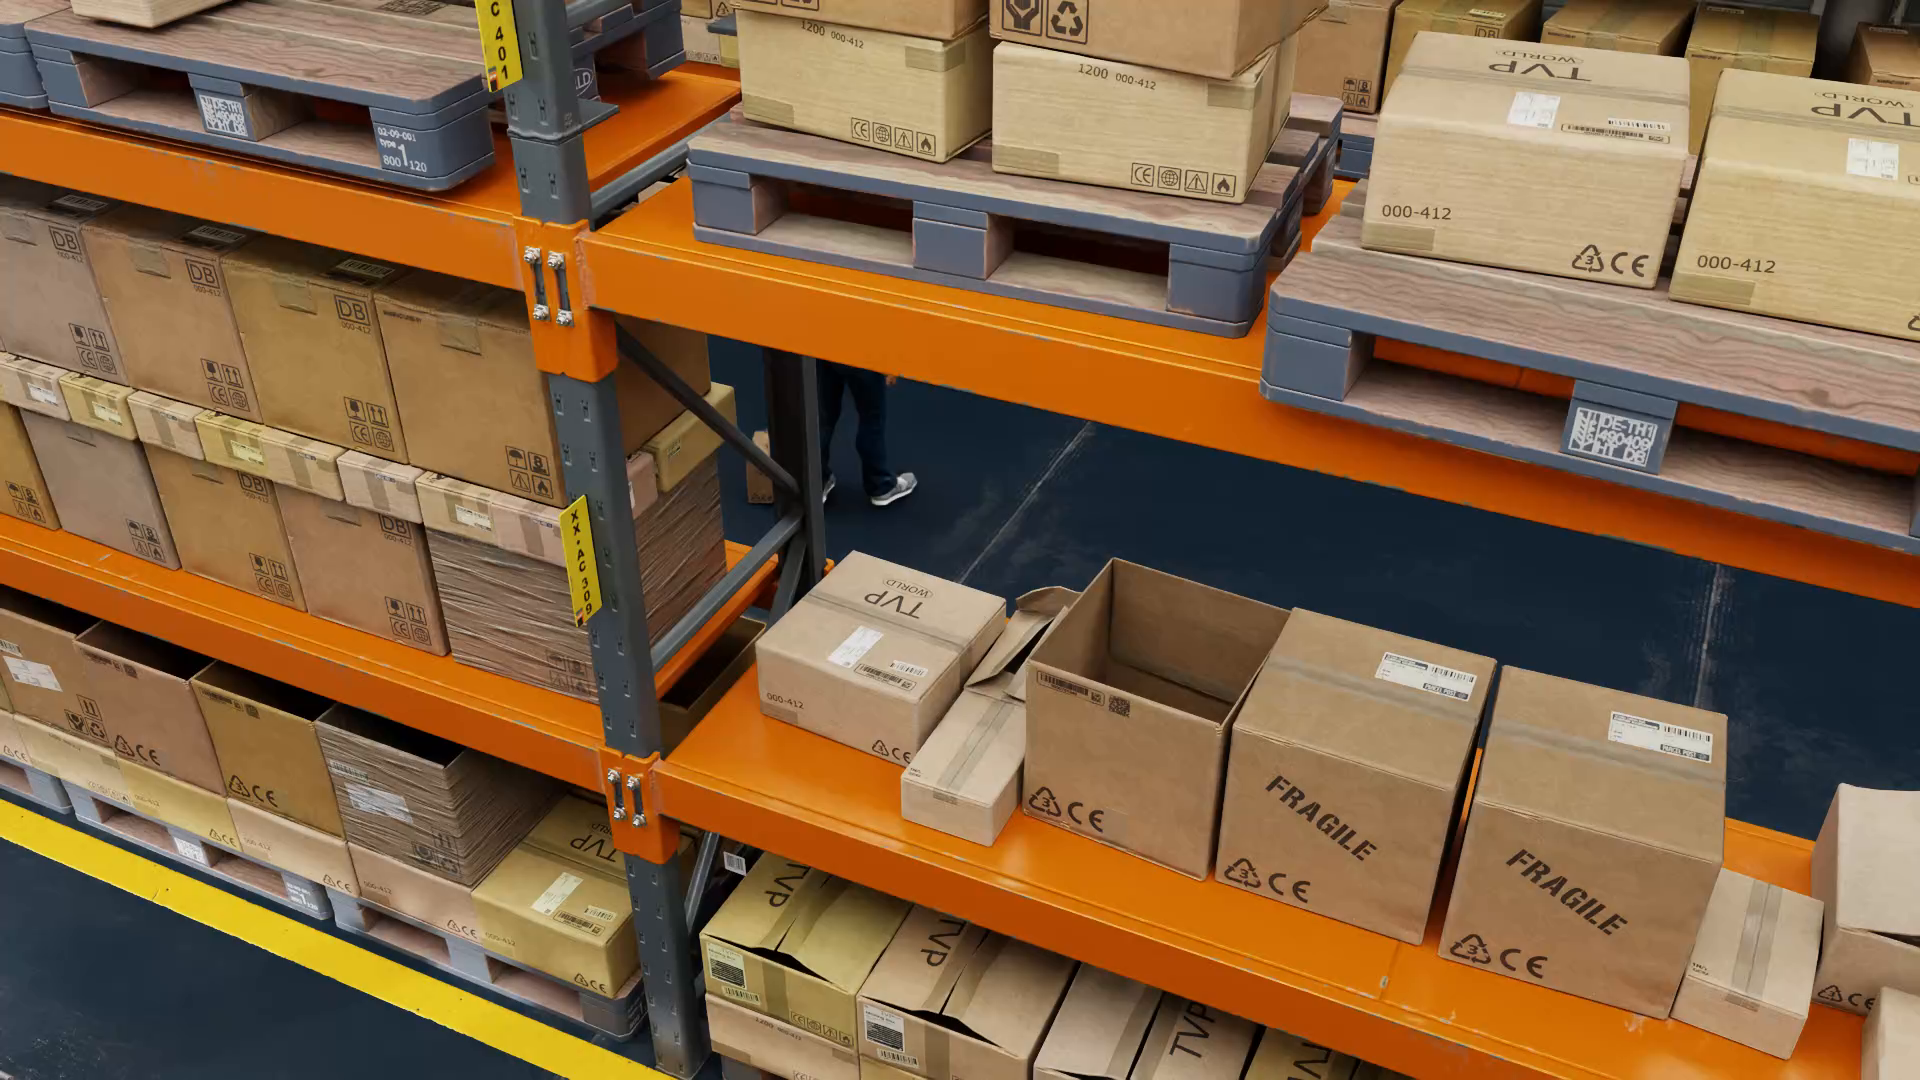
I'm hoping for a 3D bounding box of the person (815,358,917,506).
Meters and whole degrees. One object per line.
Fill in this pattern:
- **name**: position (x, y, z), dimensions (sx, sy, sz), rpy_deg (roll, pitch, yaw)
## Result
- **person**: position (-0.458, -0.855, 7.380), dimensions (0.516, 1.583, 0.500), rpy_deg (-24, 41, -30)
